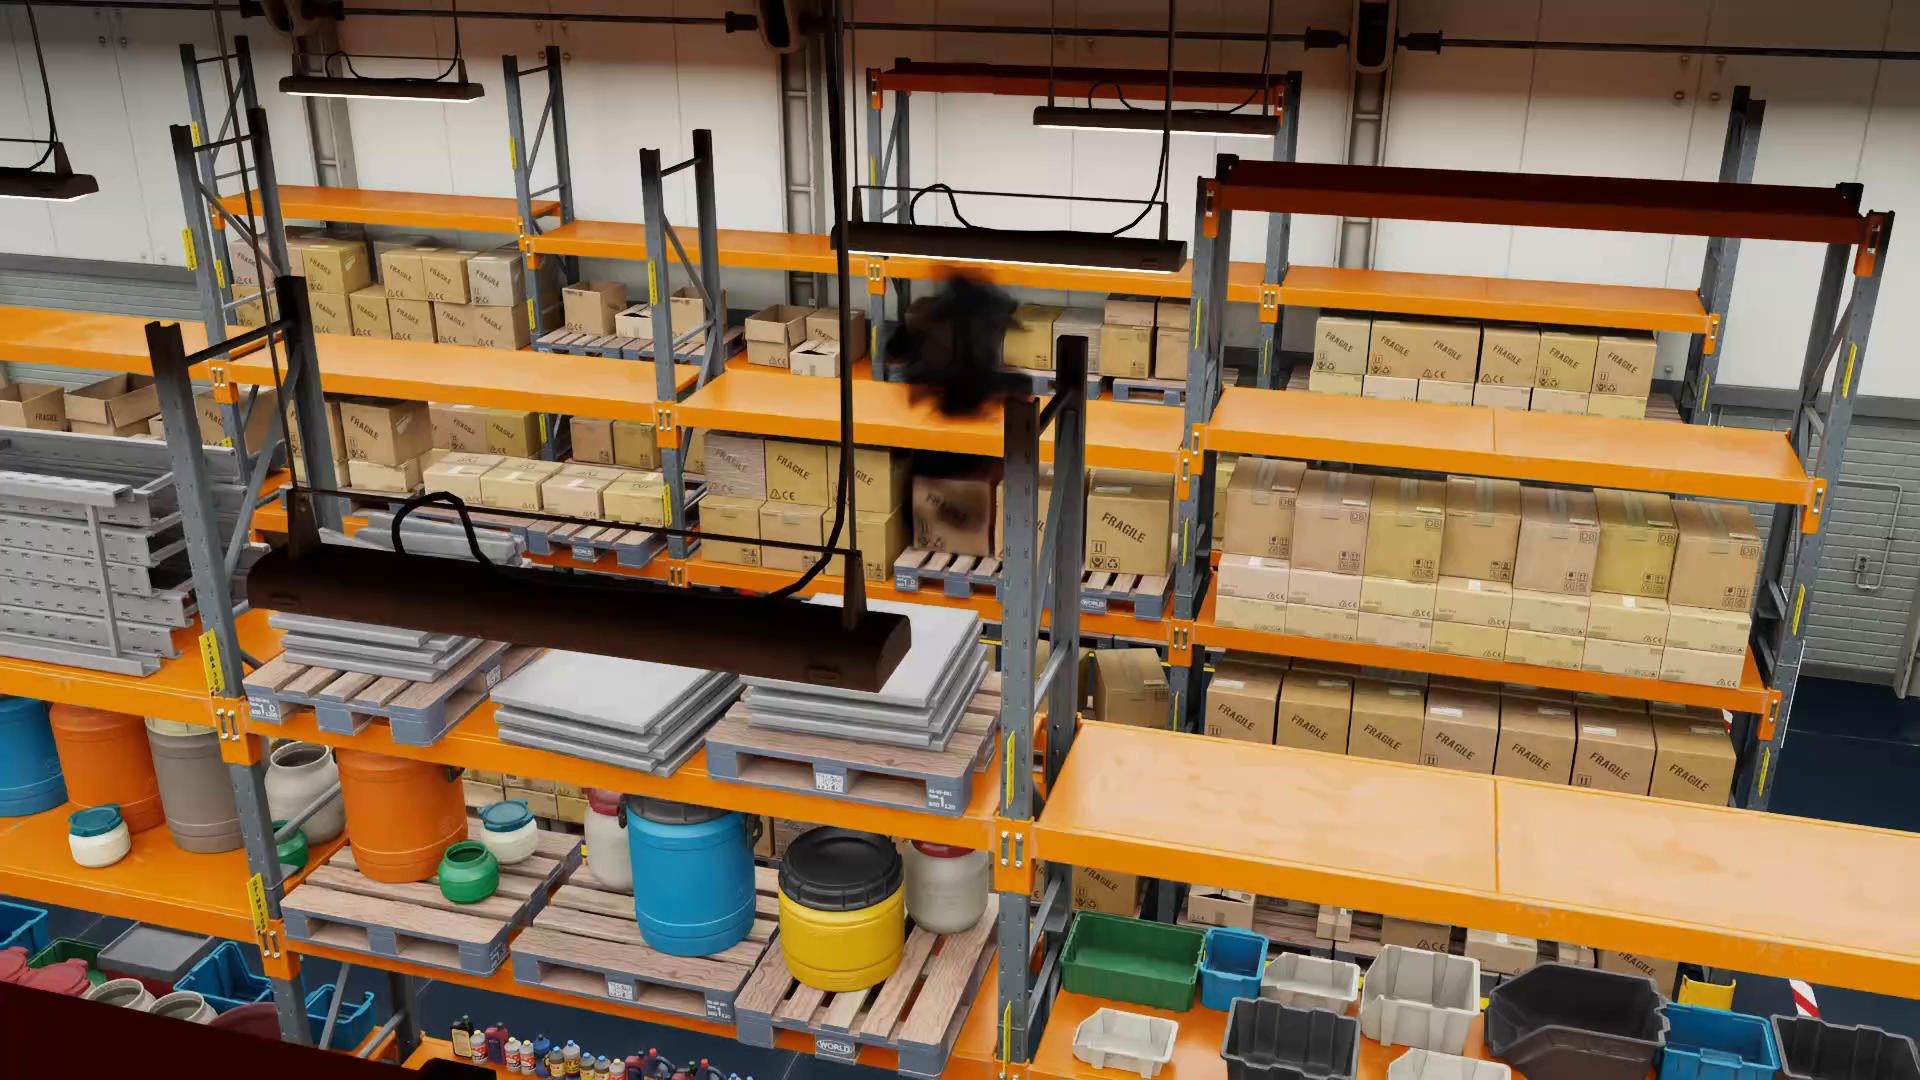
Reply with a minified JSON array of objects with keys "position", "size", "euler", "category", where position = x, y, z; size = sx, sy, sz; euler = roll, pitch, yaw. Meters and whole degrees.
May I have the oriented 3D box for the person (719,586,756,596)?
[{"position":[-2.225,1.053,16.054],"size":[0.593,1.685,0.665],"euler":[4,23,9],"category":"person"}]
